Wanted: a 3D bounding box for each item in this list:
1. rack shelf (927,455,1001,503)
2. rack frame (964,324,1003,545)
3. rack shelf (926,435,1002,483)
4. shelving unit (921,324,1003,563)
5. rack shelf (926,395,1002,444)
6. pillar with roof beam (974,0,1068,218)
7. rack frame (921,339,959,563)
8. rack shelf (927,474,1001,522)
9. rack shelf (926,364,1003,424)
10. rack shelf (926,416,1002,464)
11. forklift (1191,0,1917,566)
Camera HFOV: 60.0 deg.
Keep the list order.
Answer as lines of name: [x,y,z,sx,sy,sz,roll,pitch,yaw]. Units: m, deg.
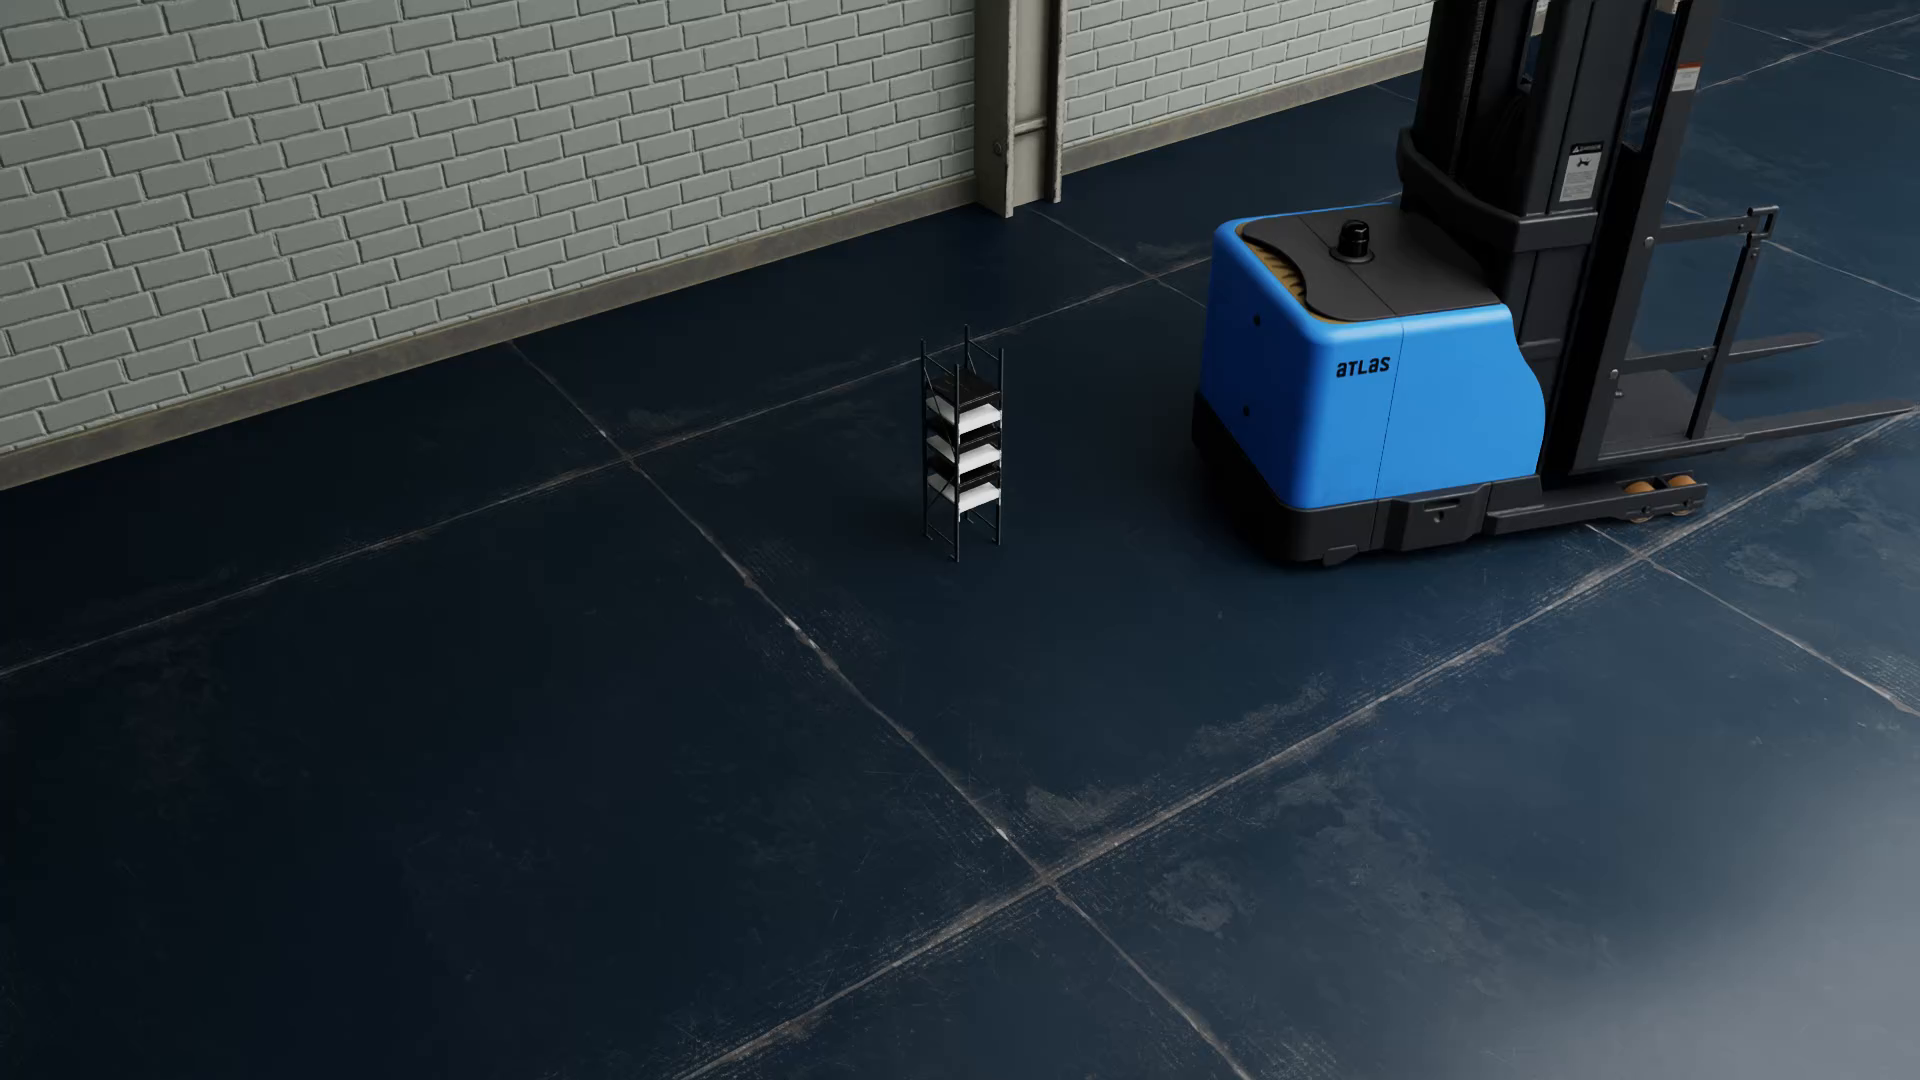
rack shelf: [0.007,-0.268,6.563,0.200,0.077,0.258,-22,41,-28]
rack frame: [0.090,-0.402,6.539,0.006,0.900,0.240,-22,41,-28]
rack shelf: [0.007,-0.341,6.511,0.200,0.077,0.258,-22,41,-28]
shelving unit: [0.007,-0.368,6.491,0.210,0.900,0.258,-22,41,-28]
rack shelf: [0.007,-0.487,6.405,0.200,0.077,0.258,-22,41,-28]
pillar with roof beam: [2.805,-3.528,3.948,0.400,9.000,9.100,-22,41,-28]
rack frame: [-0.076,-0.334,6.443,0.006,0.900,0.240,-22,41,-28]
rack shelf: [0.007,-0.195,6.616,0.200,0.077,0.258,-22,41,-28]
rack shelf: [0.007,-0.560,6.353,0.200,0.077,0.258,-22,41,-28]
rack shelf: [0.007,-0.414,6.458,0.200,0.077,0.258,-22,41,-28]
forklift: [2.582,-1.551,6.397,3.031,2.935,1.130,-9,37,-12]
